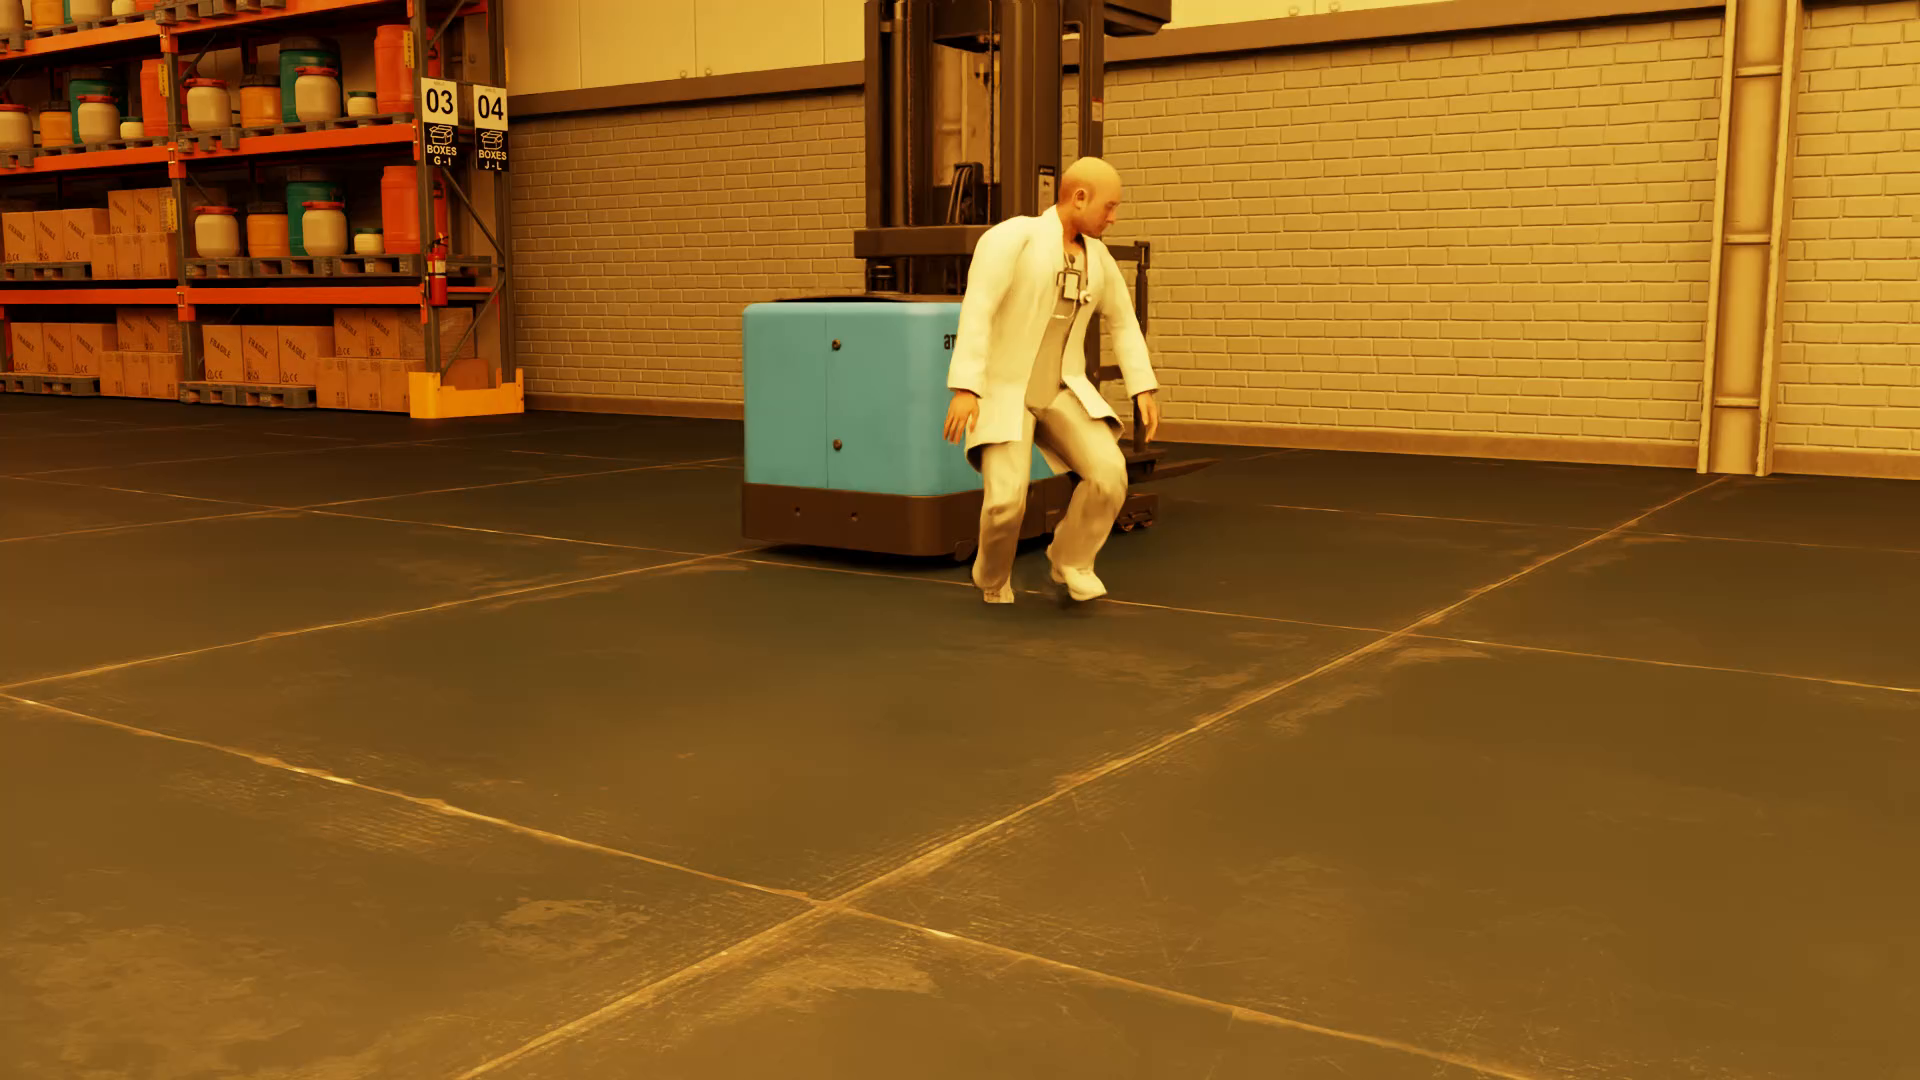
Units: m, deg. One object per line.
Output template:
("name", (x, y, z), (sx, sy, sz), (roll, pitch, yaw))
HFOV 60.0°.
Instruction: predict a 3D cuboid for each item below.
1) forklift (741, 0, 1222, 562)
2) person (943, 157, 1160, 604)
("forklift", (0.306, -1.526, 7.922), (1.130, 2.935, 3.031), (6, 10, 34))
("person", (0.306, -0.453, 5.813), (0.850, 1.719, 0.595), (-3, 9, -22))
